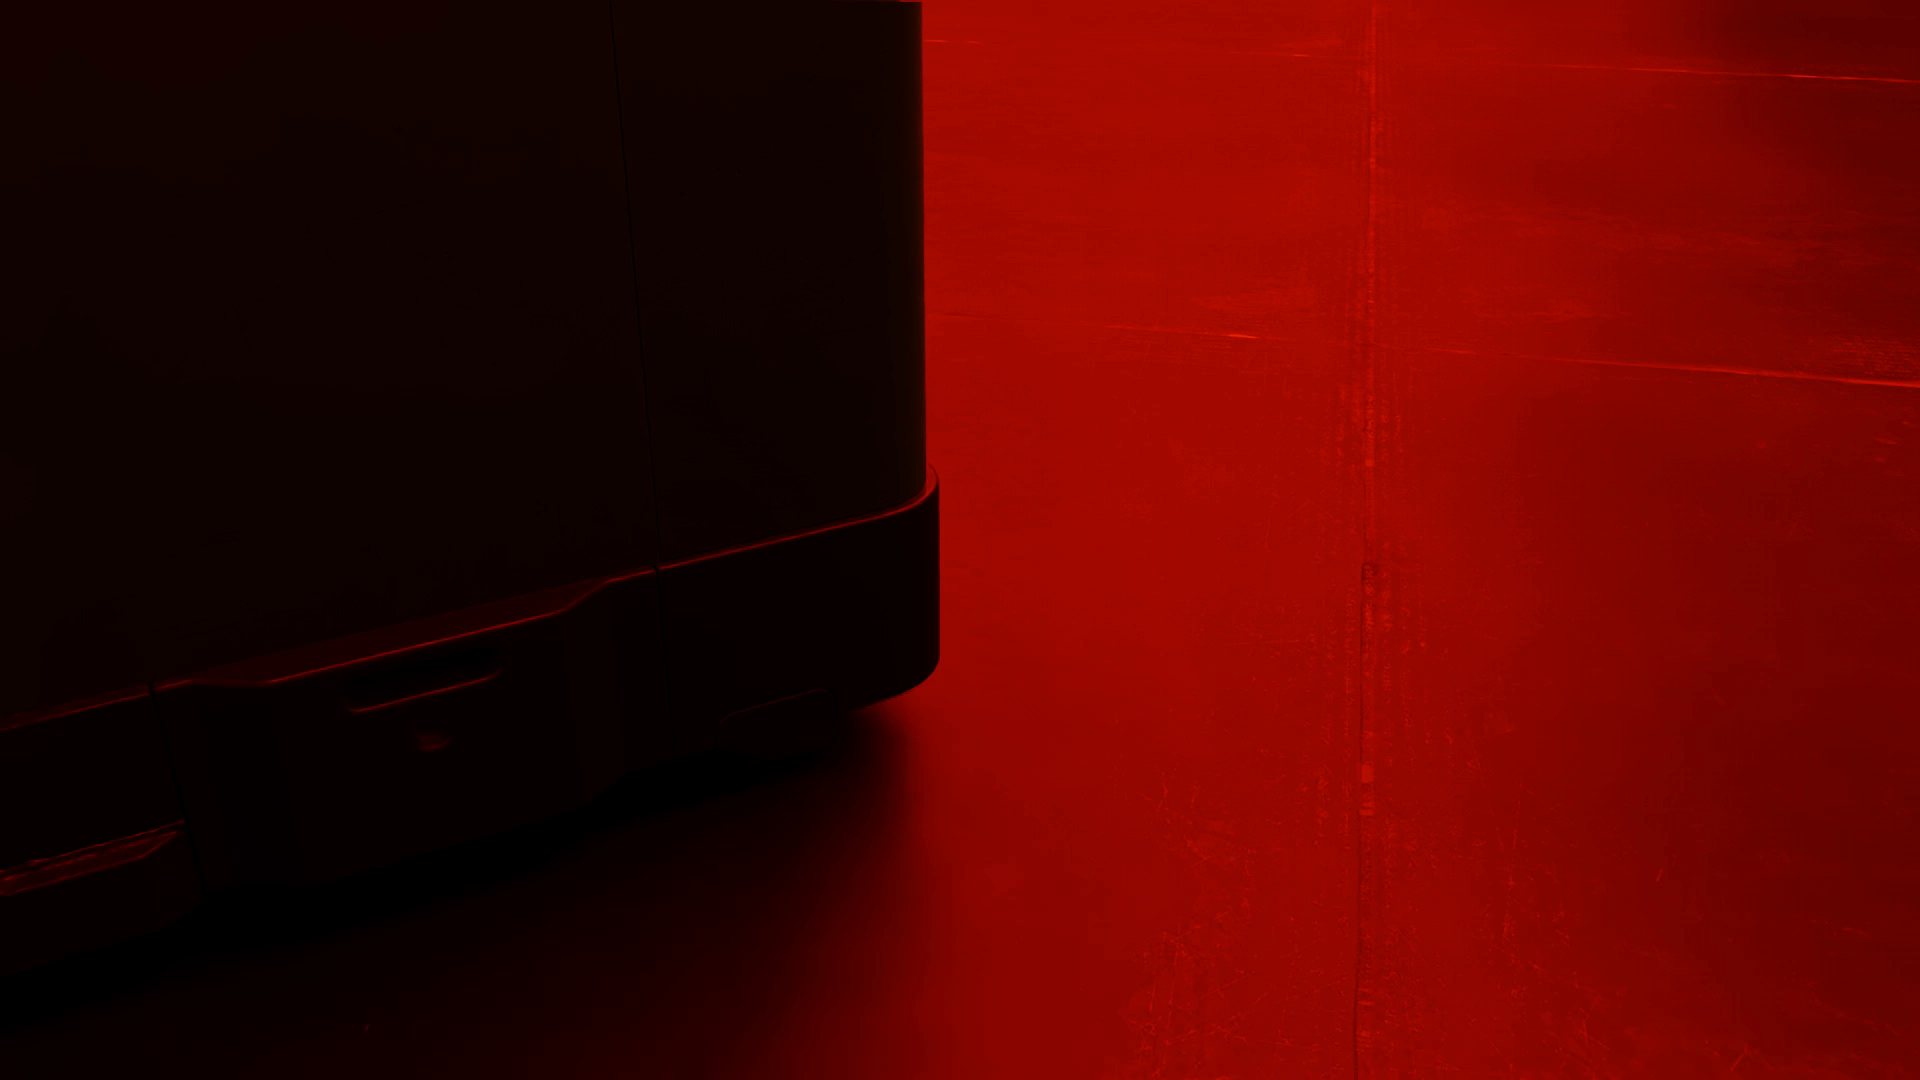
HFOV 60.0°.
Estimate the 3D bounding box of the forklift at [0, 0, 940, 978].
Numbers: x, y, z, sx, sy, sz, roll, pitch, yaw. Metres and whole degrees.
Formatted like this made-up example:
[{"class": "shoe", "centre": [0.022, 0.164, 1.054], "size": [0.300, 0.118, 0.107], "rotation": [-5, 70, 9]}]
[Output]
[{"class": "forklift", "centre": [-1.565, -0.957, 1.143], "size": [3.031, 2.935, 1.130], "rotation": [-14, 30, -26]}]
